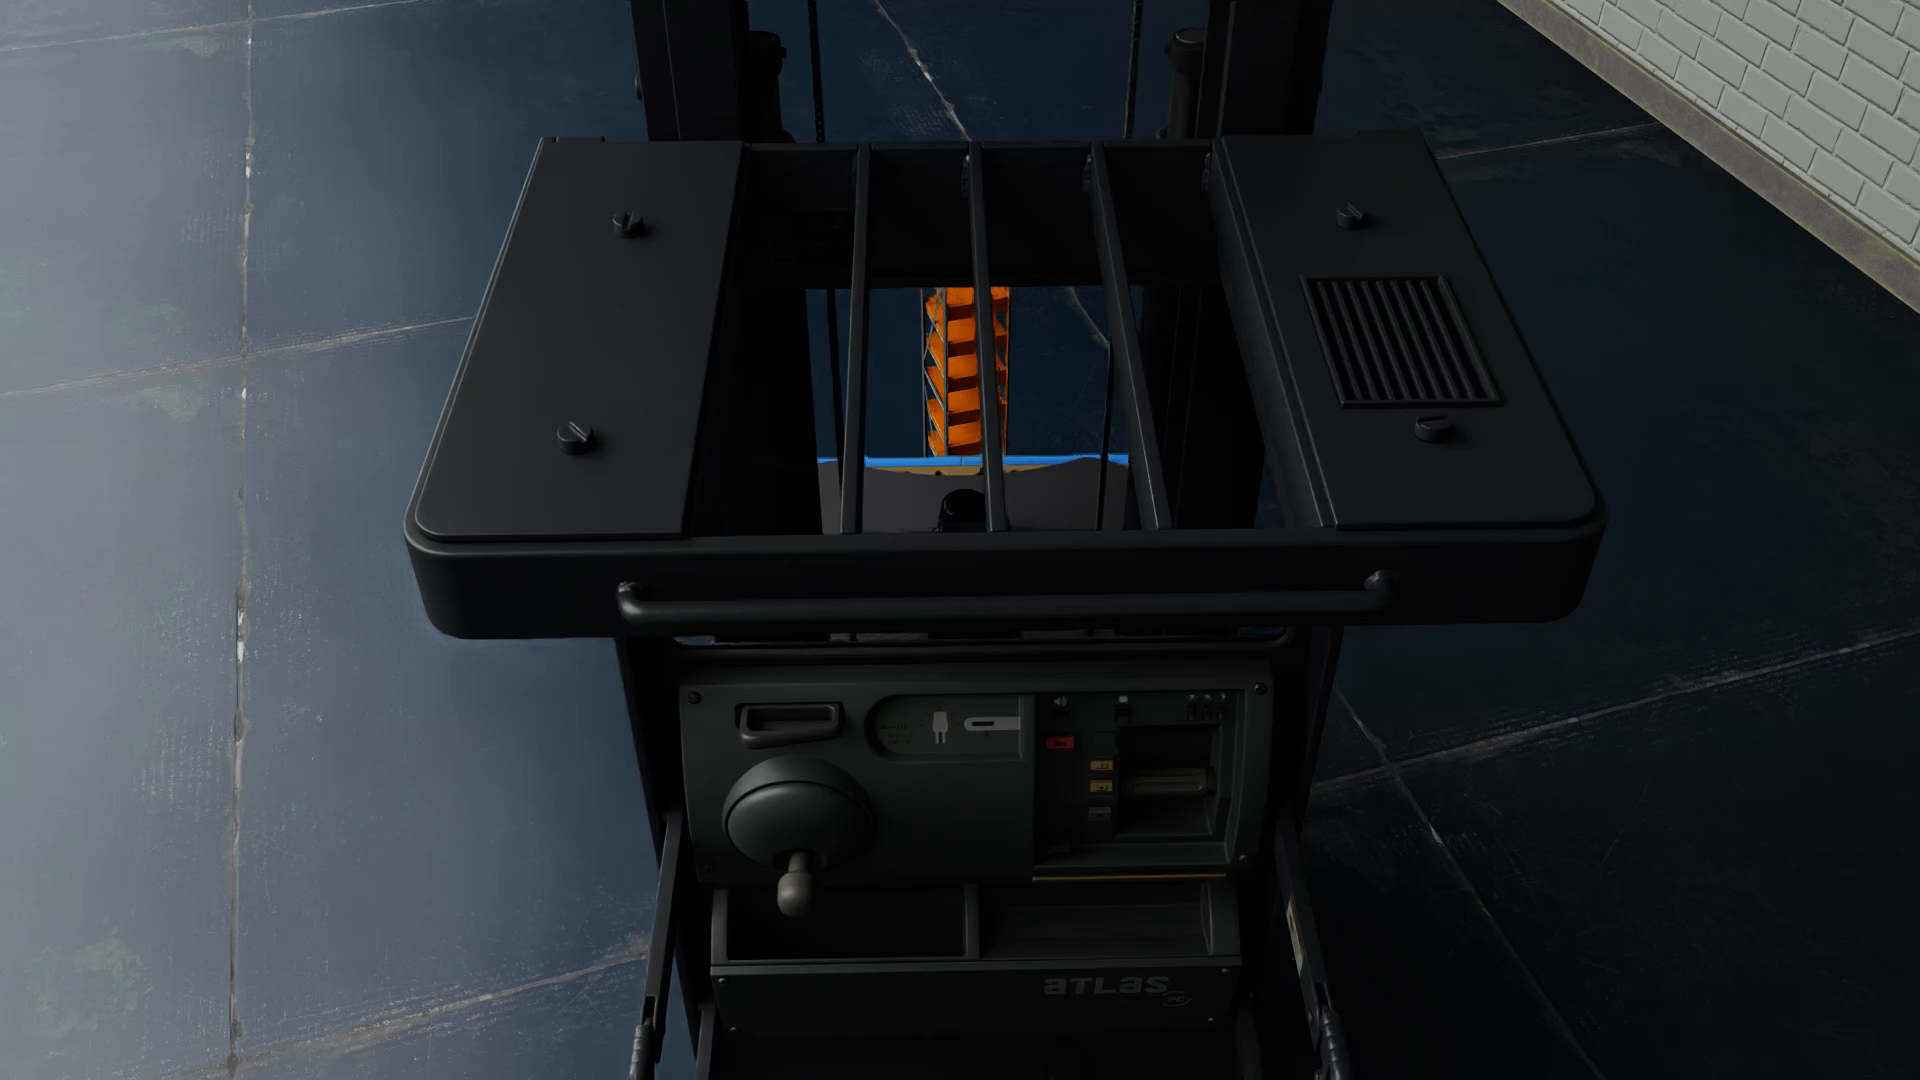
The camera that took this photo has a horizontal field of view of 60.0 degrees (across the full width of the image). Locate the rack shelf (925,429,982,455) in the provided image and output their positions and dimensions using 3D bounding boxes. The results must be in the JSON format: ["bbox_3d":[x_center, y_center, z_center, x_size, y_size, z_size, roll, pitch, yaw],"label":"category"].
[{"bbox_3d":[0.014,-0.241,5.046,0.180,0.103,0.258,-12,42,-13],"label":"rack shelf"}]

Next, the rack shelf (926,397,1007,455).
[{"bbox_3d":[0.014,-0.331,4.967,0.180,0.103,0.258,-12,42,-13],"label":"rack shelf"}]

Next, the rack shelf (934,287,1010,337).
[{"bbox_3d":[0.014,-0.692,4.651,0.180,0.103,0.258,-12,42,-13],"label":"rack shelf"}]

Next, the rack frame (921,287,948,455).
[{"bbox_3d":[-0.073,-0.437,4.838,0.006,1.200,0.240,-12,42,-13],"label":"rack frame"}]

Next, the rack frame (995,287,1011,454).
[{"bbox_3d":[0.101,-0.473,4.879,0.006,1.200,0.240,-12,42,-13],"label":"rack frame"}]

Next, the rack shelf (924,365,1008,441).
[{"bbox_3d":[0.014,-0.421,4.888,0.180,0.103,0.258,-12,42,-13],"label":"rack shelf"}]

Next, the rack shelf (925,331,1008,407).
[{"bbox_3d":[0.014,-0.512,4.809,0.180,0.103,0.258,-12,42,-13],"label":"rack shelf"}]

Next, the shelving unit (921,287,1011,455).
[{"bbox_3d":[0.014,-0.455,4.859,0.189,1.200,0.258,-12,42,-13],"label":"shelving unit"}]

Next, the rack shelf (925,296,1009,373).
[{"bbox_3d":[0.014,-0.602,4.730,0.180,0.103,0.258,-12,42,-13],"label":"rack shelf"}]

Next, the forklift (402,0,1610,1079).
[{"bbox_3d":[0.035,0.473,2.481,1.130,2.935,3.031,-1,41,-1],"label":"forklift"}]
